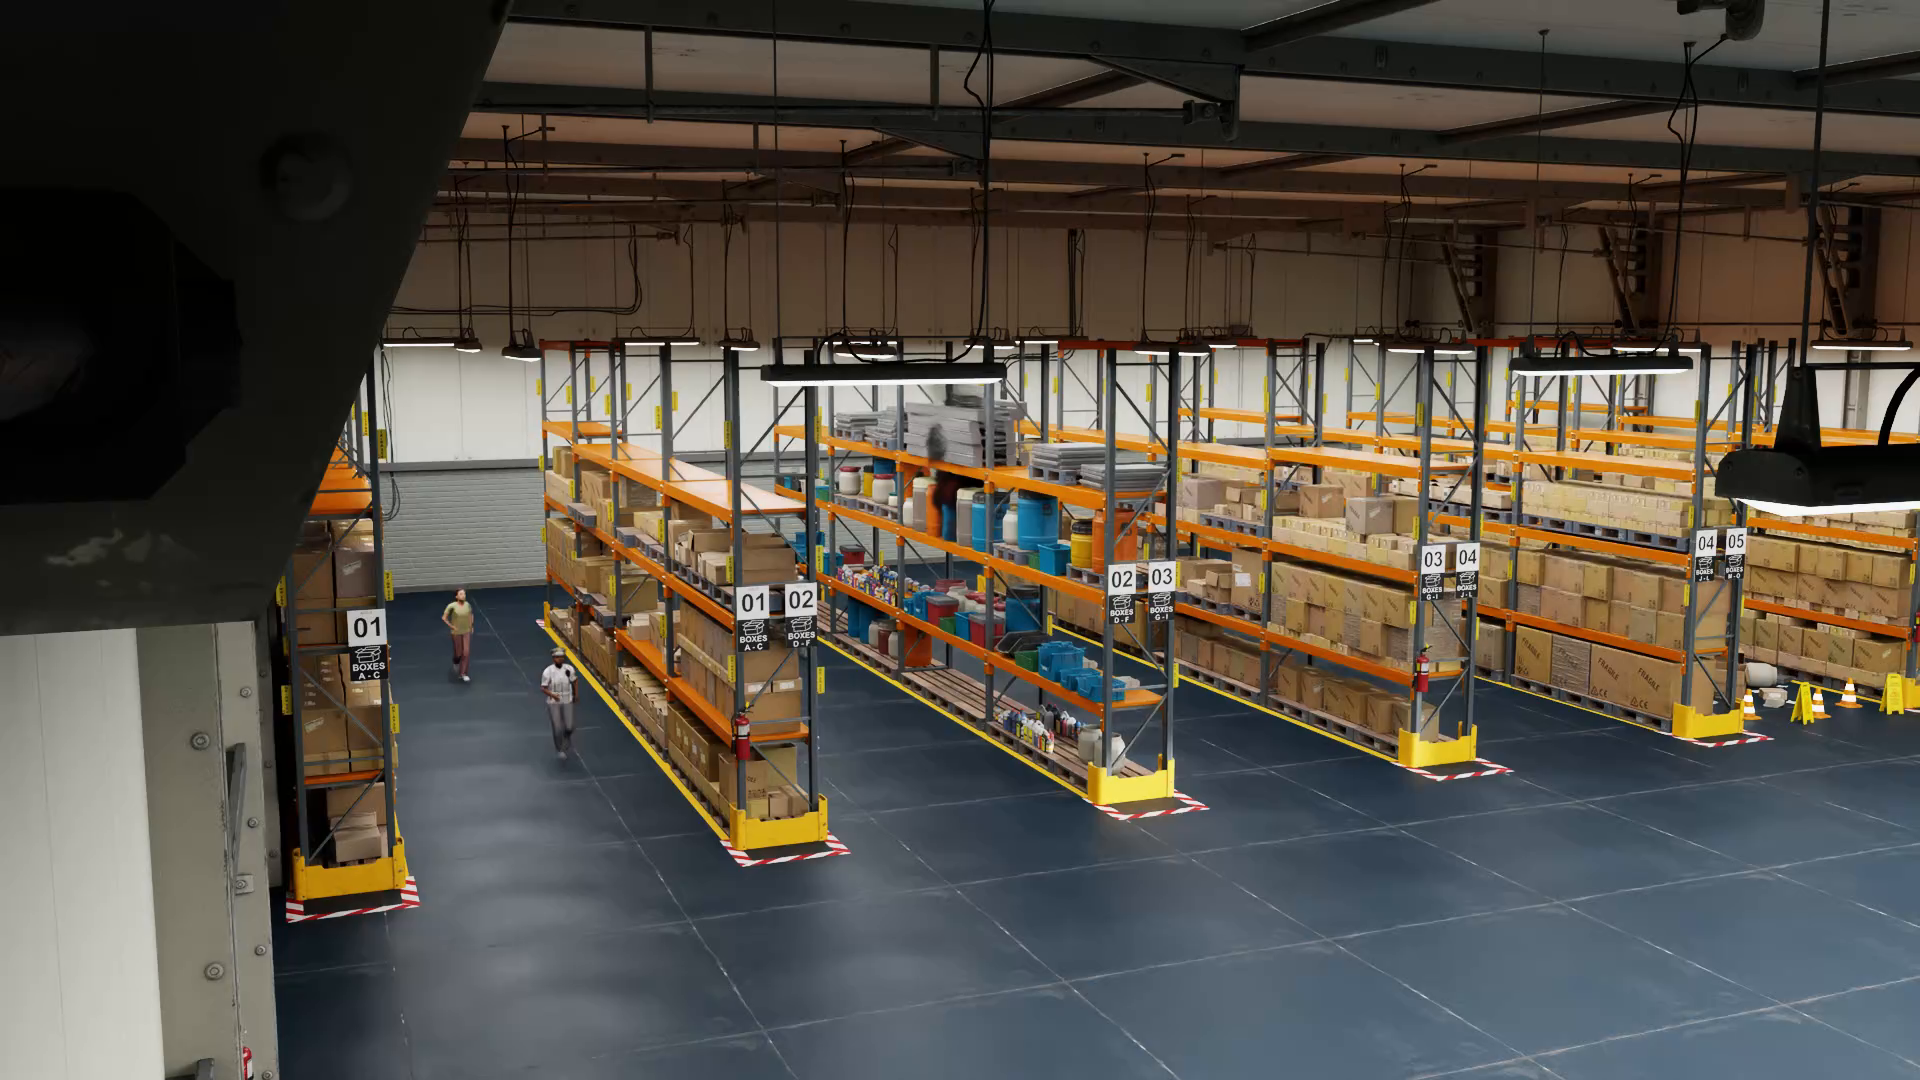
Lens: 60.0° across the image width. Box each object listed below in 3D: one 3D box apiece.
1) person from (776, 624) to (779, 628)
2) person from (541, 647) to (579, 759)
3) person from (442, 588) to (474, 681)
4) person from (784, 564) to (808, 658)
[{"bbox_3d":[-3.308,1.638,28.408,0.584,1.655,0.811,-3,8,-24],"label":"person"},{"bbox_3d":[-5.797,2.375,24.205,0.569,1.661,0.529,-3,8,-23],"label":"person"},{"bbox_3d":[-8.939,1.671,29.708,0.576,1.652,0.666,-6,9,-37],"label":"person"},{"bbox_3d":[-3.147,1.314,31.695,0.689,1.788,0.912,-4,9,-31],"label":"person"}]
